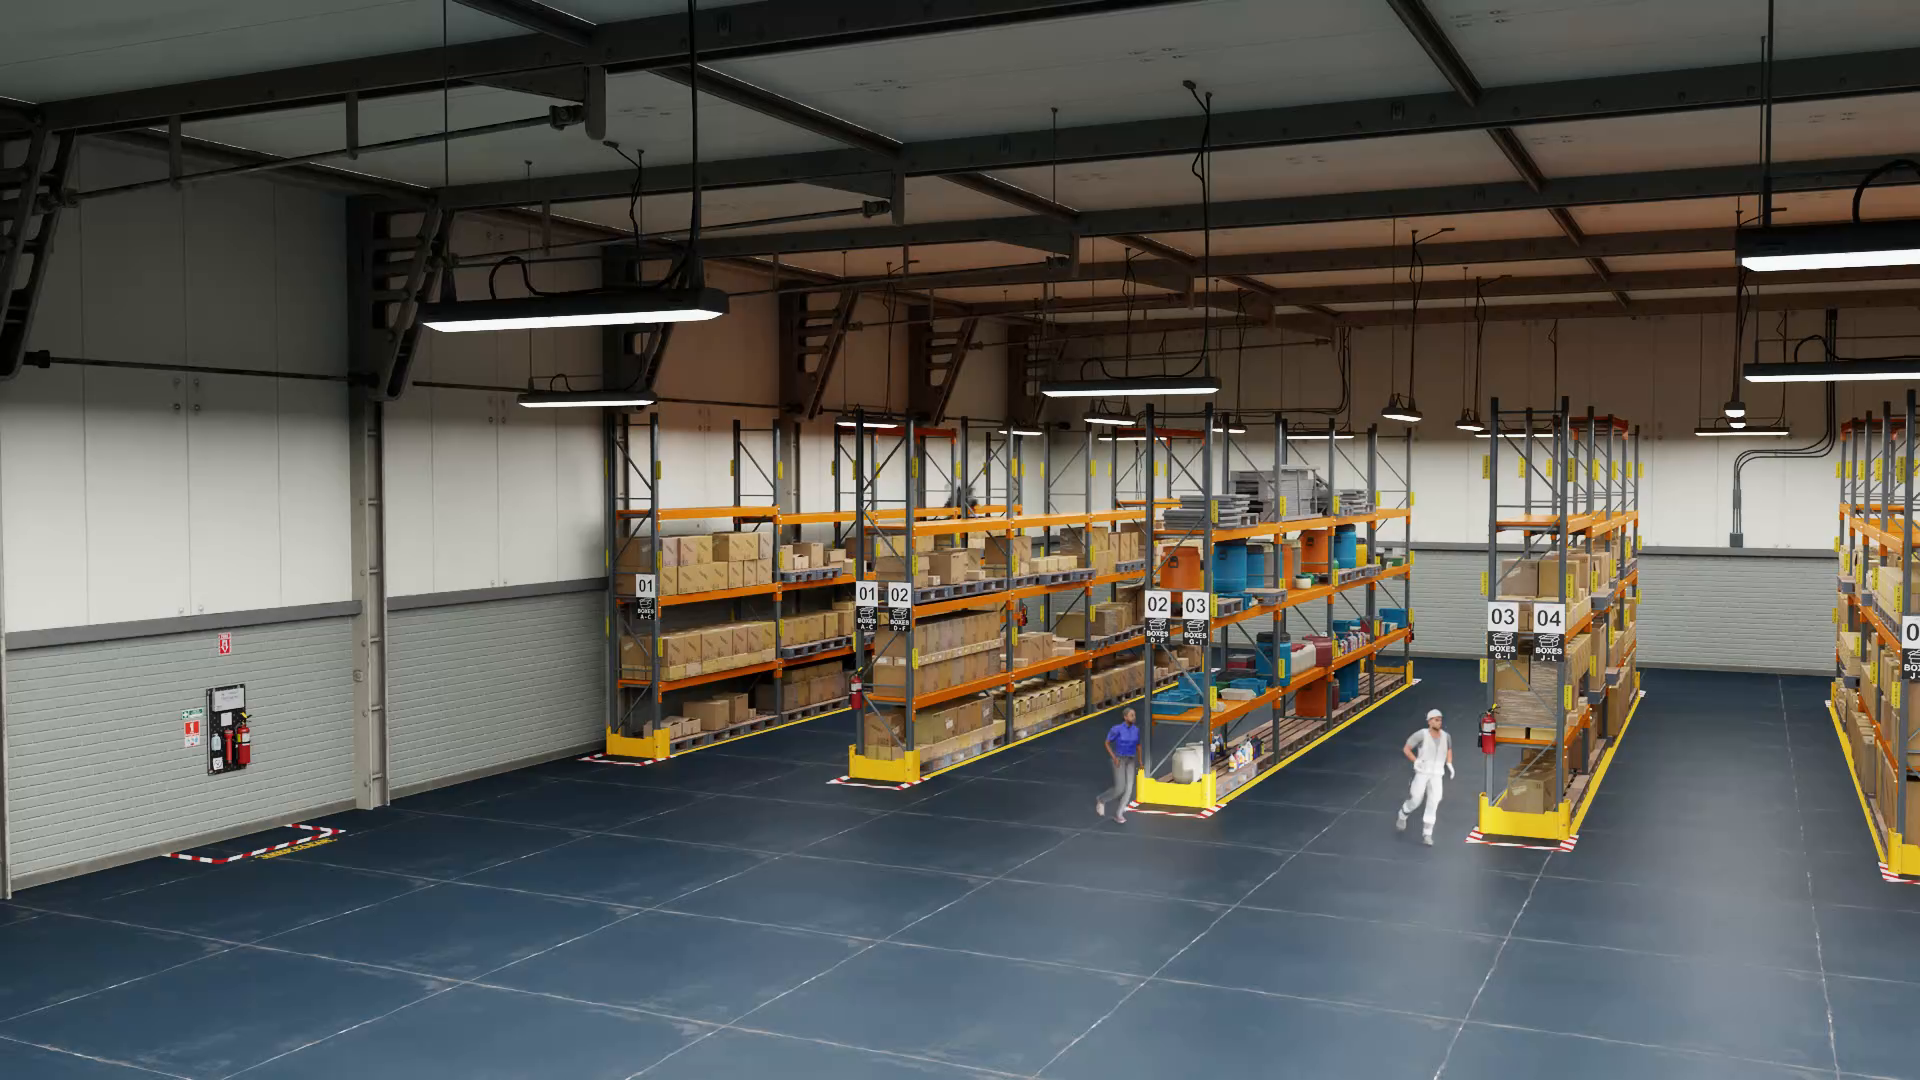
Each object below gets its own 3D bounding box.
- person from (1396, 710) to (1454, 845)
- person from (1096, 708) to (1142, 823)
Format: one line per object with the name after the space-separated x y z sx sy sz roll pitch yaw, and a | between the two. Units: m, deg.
6.355 3.165 22.447 0.718 1.745 0.970 0 2 -5 | person
2.331 3.198 23.820 0.633 1.604 0.567 -1 3 -32 | person
